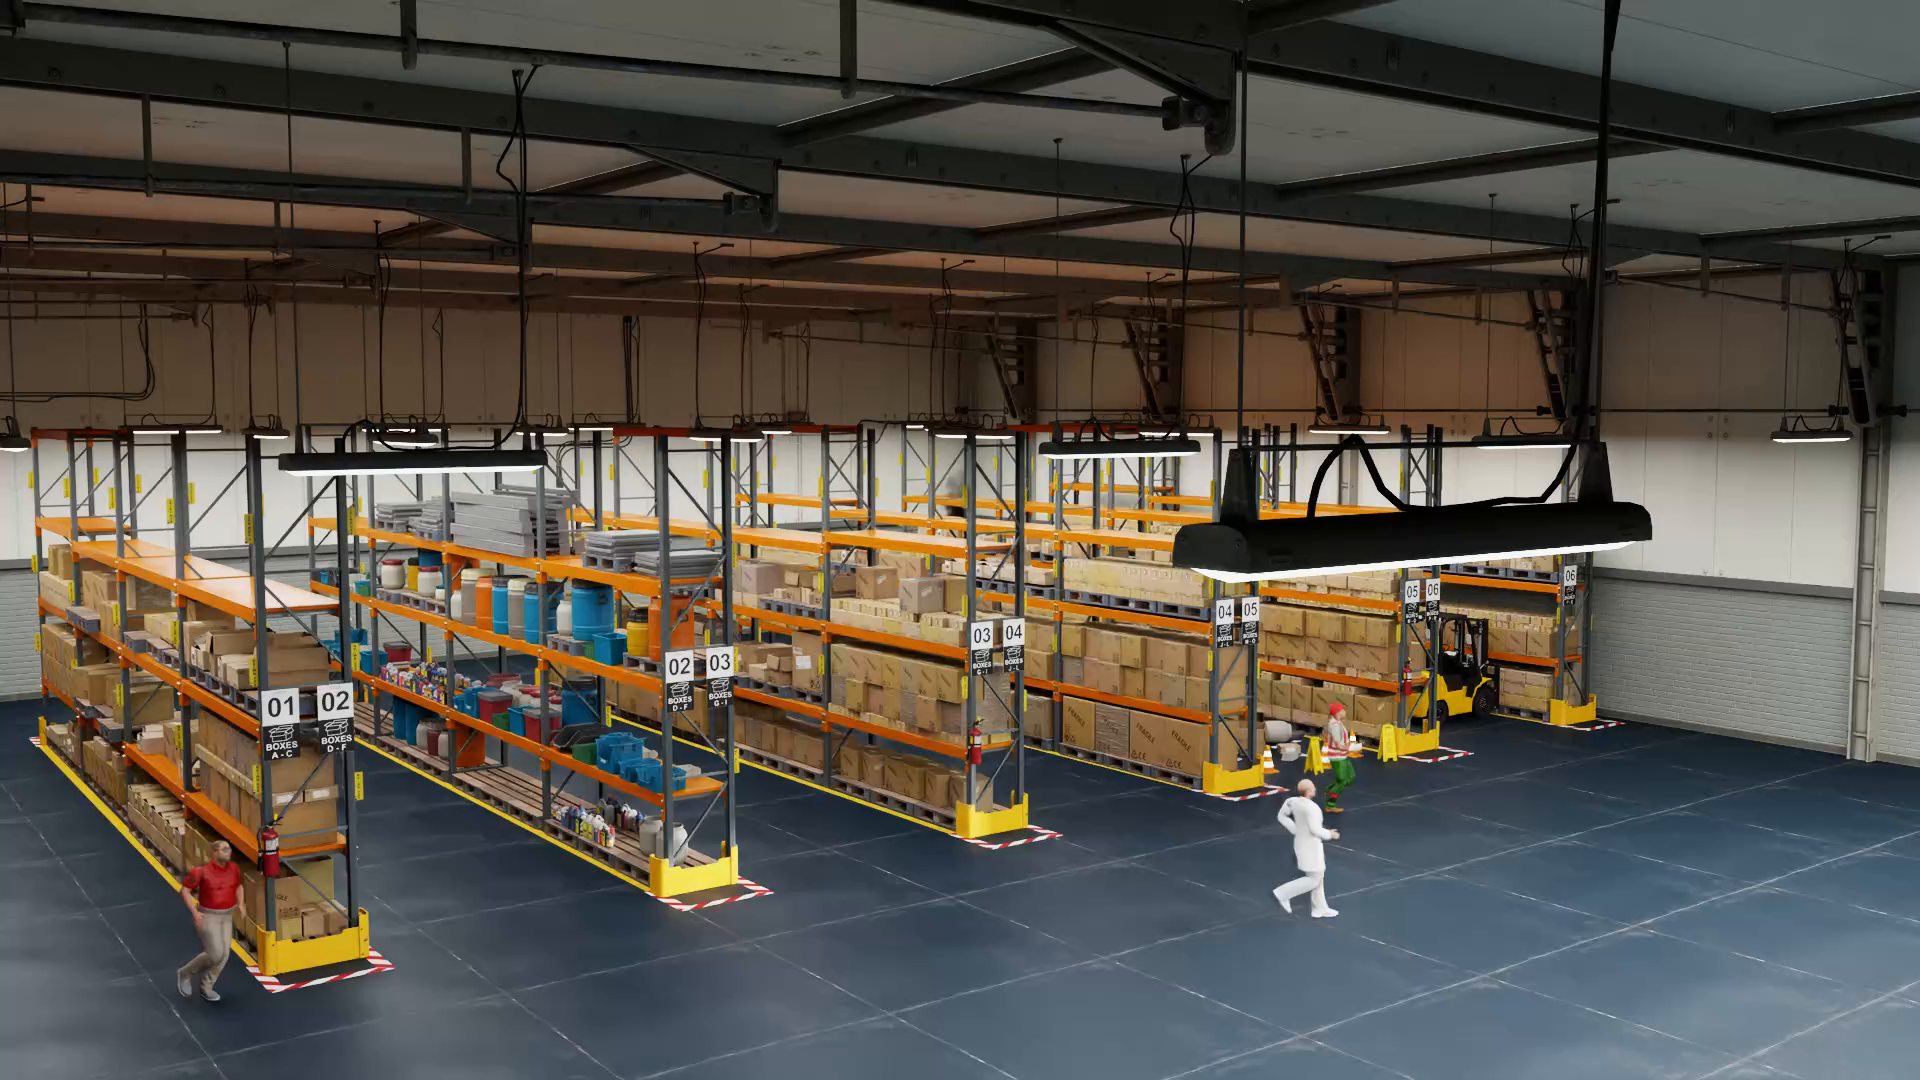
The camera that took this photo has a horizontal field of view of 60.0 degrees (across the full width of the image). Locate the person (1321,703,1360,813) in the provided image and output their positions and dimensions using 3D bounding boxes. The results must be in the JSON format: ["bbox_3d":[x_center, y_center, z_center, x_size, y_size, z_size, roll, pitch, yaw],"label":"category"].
[{"bbox_3d":[5.963,3.407,26.048,0.601,1.736,0.671,1,5,15],"label":"person"}]

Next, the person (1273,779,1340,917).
[{"bbox_3d":[4.276,3.834,20.604,0.945,1.762,0.709,-1,5,-17],"label":"person"}]

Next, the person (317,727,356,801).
[{"bbox_3d":[-10.082,3.320,26.864,0.808,1.809,0.646,4,6,43],"label":"person"}]

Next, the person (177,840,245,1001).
[{"bbox_3d":[-8.039,4.085,17.972,0.569,1.671,0.720,2,5,25],"label":"person"}]
